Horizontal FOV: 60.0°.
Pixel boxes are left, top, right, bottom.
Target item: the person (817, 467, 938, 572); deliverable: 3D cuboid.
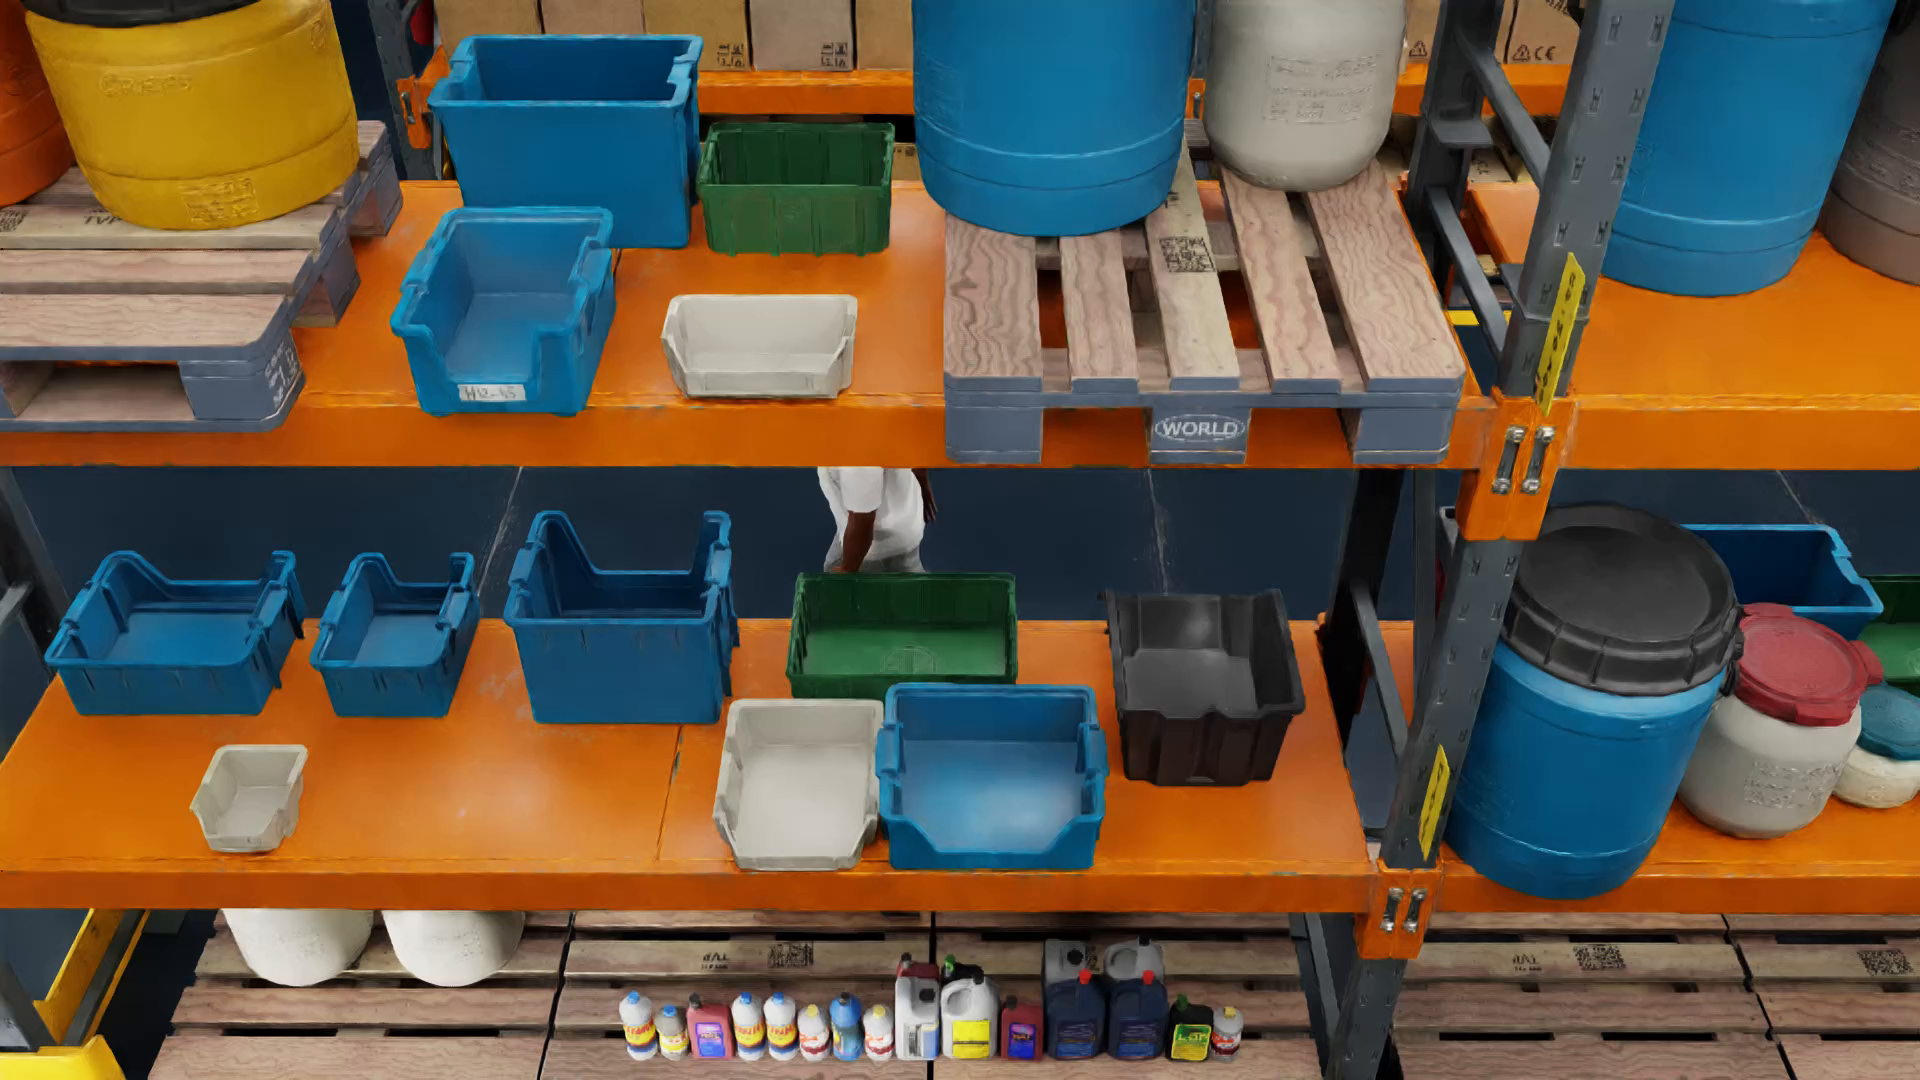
[{"bbox_3d":[-0.374,-0.051,6.206,0.955,1.725,0.593,1,39,1],"label":"person"}]
